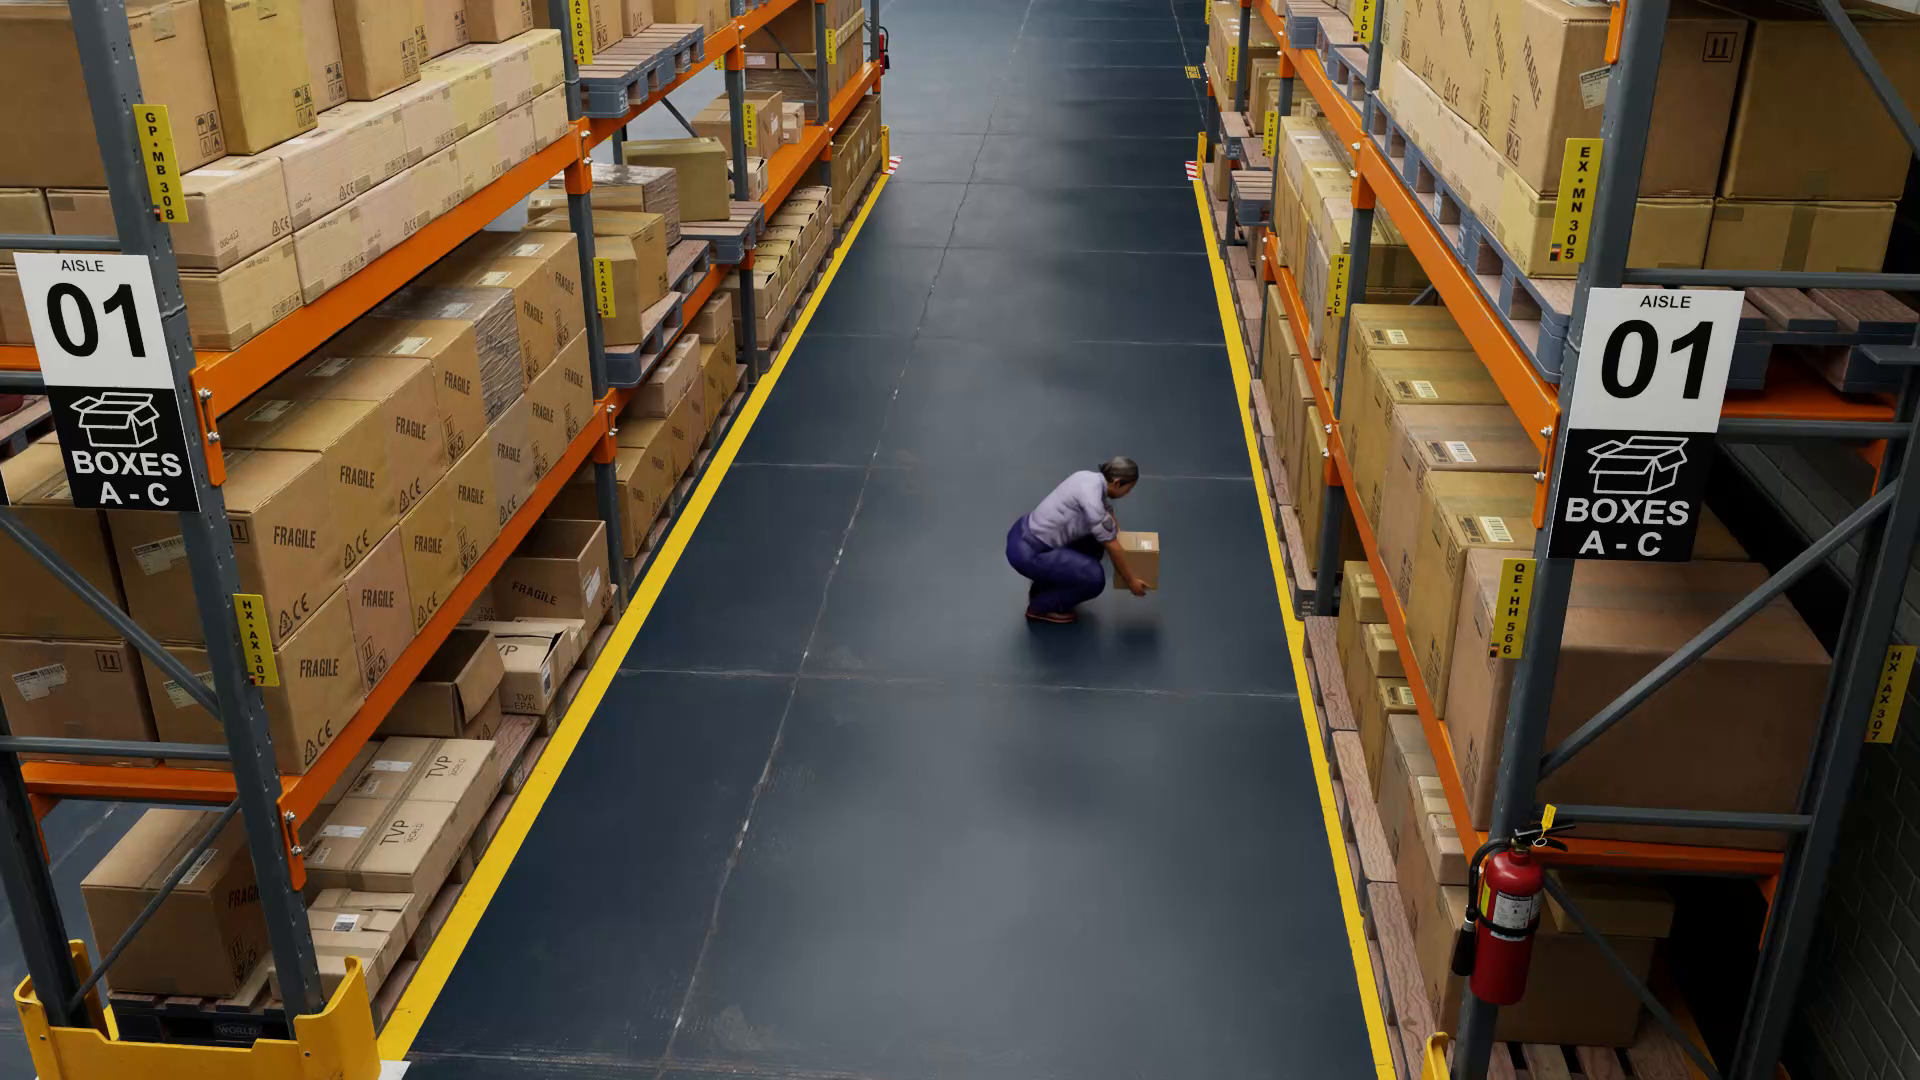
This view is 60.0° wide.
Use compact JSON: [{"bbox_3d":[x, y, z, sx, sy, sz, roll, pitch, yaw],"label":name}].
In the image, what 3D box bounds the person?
[{"bbox_3d":[0.682,-0.014,9.531,0.836,0.933,0.516,1,25,3],"label":"person"}]
